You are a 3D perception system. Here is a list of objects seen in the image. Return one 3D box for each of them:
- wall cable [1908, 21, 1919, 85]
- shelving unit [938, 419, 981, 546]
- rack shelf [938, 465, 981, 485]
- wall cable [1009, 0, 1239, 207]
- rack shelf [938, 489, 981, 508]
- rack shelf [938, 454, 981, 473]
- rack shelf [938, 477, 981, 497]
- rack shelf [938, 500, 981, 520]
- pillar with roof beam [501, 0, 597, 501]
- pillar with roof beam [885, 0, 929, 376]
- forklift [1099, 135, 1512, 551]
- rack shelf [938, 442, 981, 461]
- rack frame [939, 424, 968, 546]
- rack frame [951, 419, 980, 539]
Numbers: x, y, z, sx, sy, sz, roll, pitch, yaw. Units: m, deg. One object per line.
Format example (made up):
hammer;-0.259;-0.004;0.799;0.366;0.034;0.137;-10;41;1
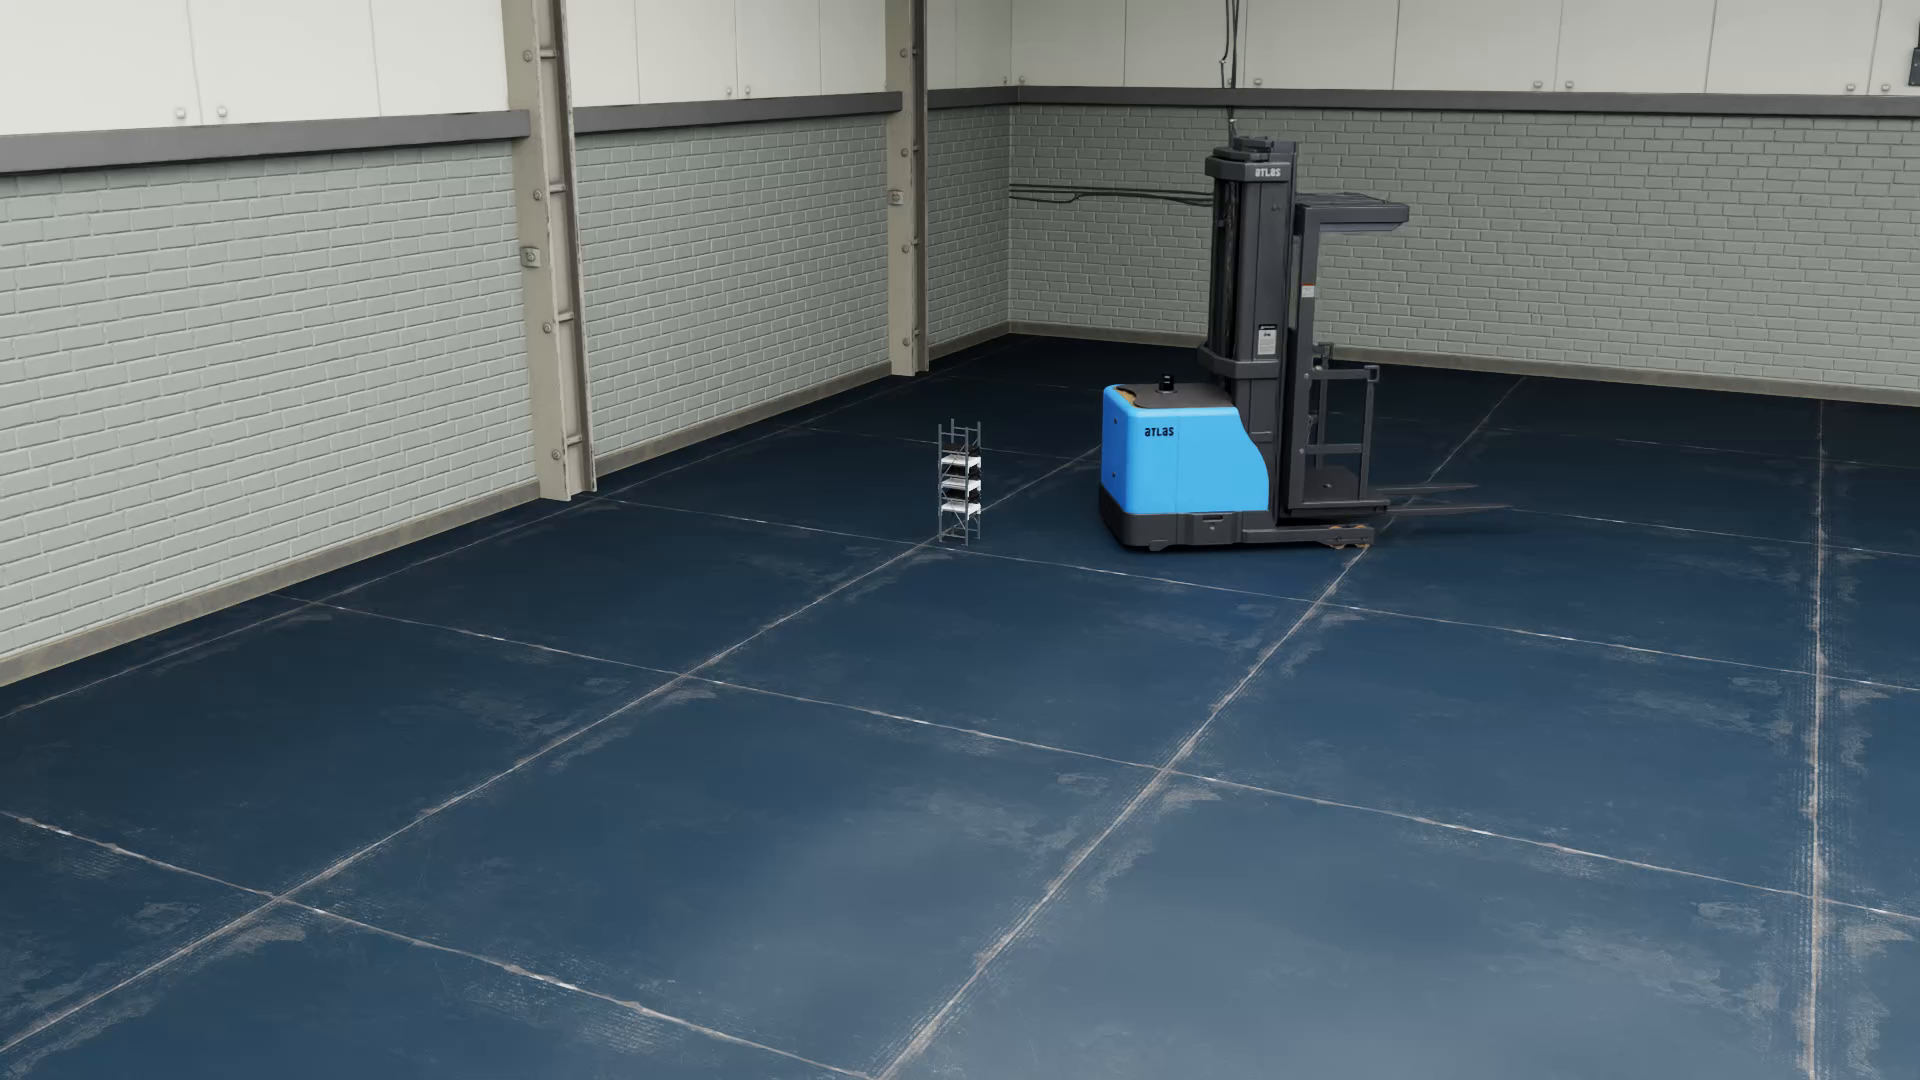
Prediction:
wall cable;10.405;-7.229;15.084;2.305;6.003;0.169;8;18;25
shelving unit;-0.004;-0.429;12.389;0.258;0.900;0.210;8;18;25
rack shelf;-0.004;-0.484;12.373;0.258;0.077;0.200;8;18;25
wall cable;1.919;-5.322;20.090;3.097;2.526;0.112;8;18;25
rack shelf;-0.004;-0.311;12.424;0.258;0.077;0.200;8;18;25
rack shelf;-0.004;-0.570;12.348;0.258;0.077;0.200;8;18;25
rack shelf;-0.004;-0.397;12.399;0.258;0.077;0.200;8;18;25
rack shelf;-0.004;-0.225;12.450;0.258;0.077;0.200;8;18;25
pillar with roof beam;0.590;-4.152;10.699;9.100;9.000;0.400;8;18;25
pillar with roof beam;3.271;-5.680;15.844;9.100;9.000;0.400;8;18;25
forklift;2.640;-1.487;12.383;3.031;2.935;1.130;-2;17;-7
rack shelf;-0.004;-0.656;12.322;0.258;0.077;0.200;8;18;25
rack frame;-0.049;-0.403;12.302;0.240;0.900;0.006;8;18;25
rack frame;0.042;-0.455;12.476;0.240;0.900;0.006;8;18;25
